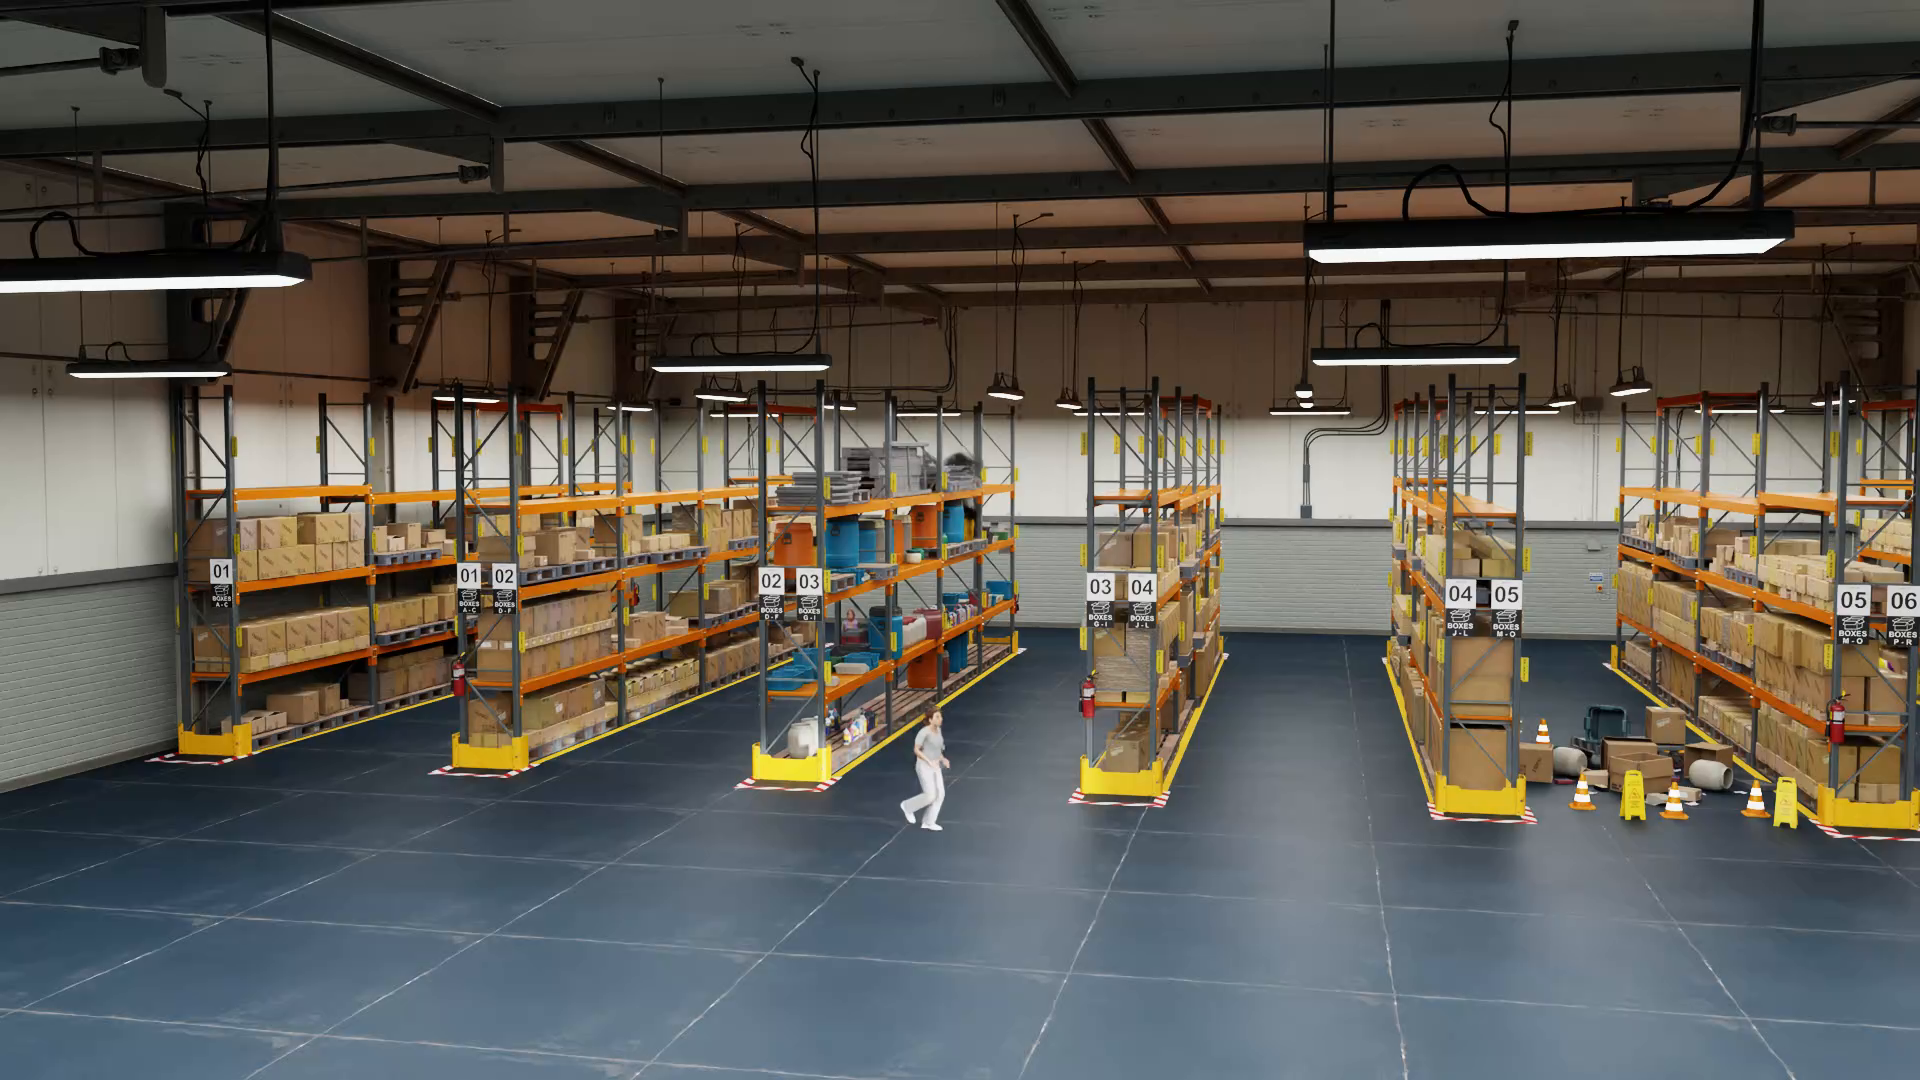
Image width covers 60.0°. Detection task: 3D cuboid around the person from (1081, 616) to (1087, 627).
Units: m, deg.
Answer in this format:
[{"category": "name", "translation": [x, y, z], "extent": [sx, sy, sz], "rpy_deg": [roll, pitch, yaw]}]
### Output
[{"category": "person", "translation": [2.873, 2.162, 34.903], "extent": [0.669, 1.784, 0.789], "rpy_deg": [1, 3, 13]}]

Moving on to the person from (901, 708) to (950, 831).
[{"category": "person", "translation": [-0.467, 2.996, 21.794], "extent": [0.656, 1.595, 0.564], "rpy_deg": [2, 4, 36]}]

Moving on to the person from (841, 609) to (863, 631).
[{"category": "person", "translation": [-2.292, 2.255, 34.725], "extent": [0.527, 1.613, 0.800], "rpy_deg": [0, 3, 2]}]

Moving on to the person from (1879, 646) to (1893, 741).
[{"category": "person", "translation": [15.234, 2.565, 27.801], "extent": [0.700, 1.748, 0.931], "rpy_deg": [0, 3, 9]}]
